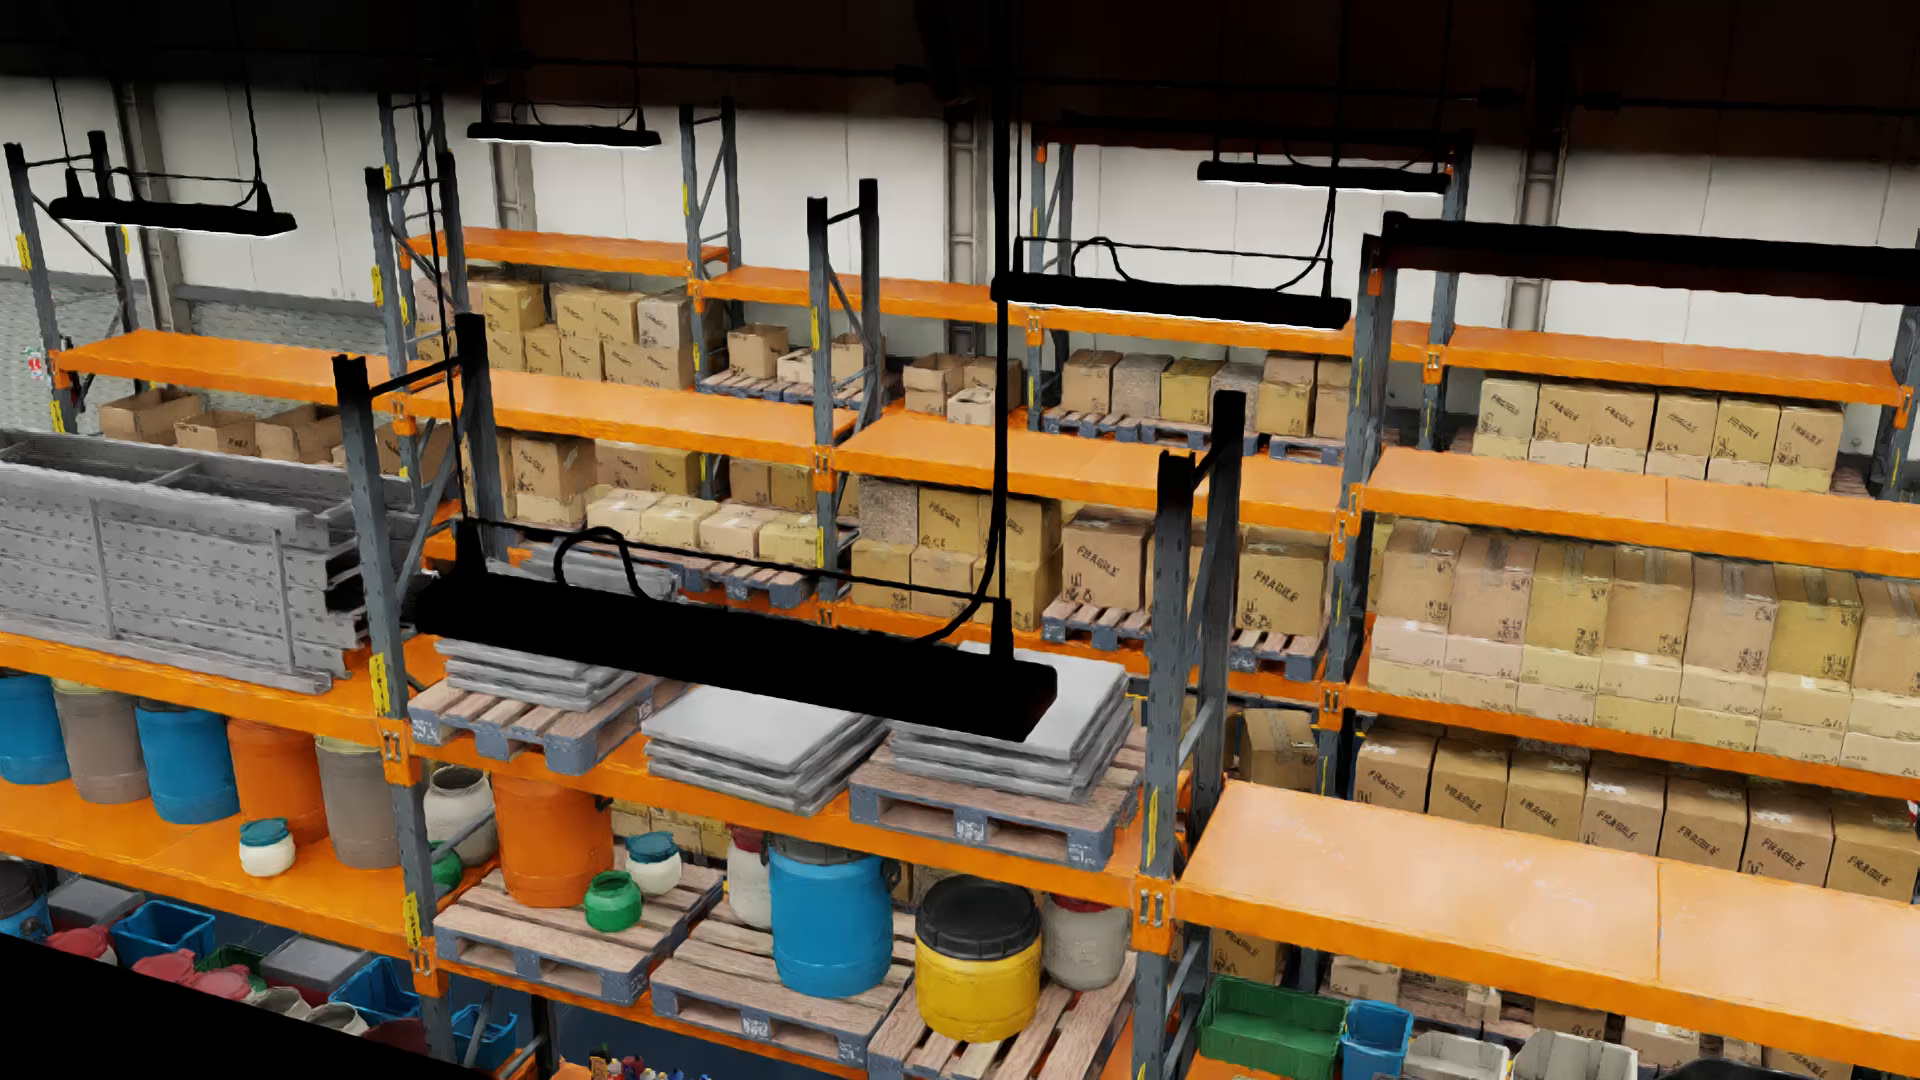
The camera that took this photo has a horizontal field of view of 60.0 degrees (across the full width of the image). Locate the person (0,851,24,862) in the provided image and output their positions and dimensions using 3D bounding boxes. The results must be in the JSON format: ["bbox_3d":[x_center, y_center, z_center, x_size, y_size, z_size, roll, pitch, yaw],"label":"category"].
[{"bbox_3d":[-8.312,2.330,13.976,1.097,1.585,0.449,7,22,19],"label":"person"}]
